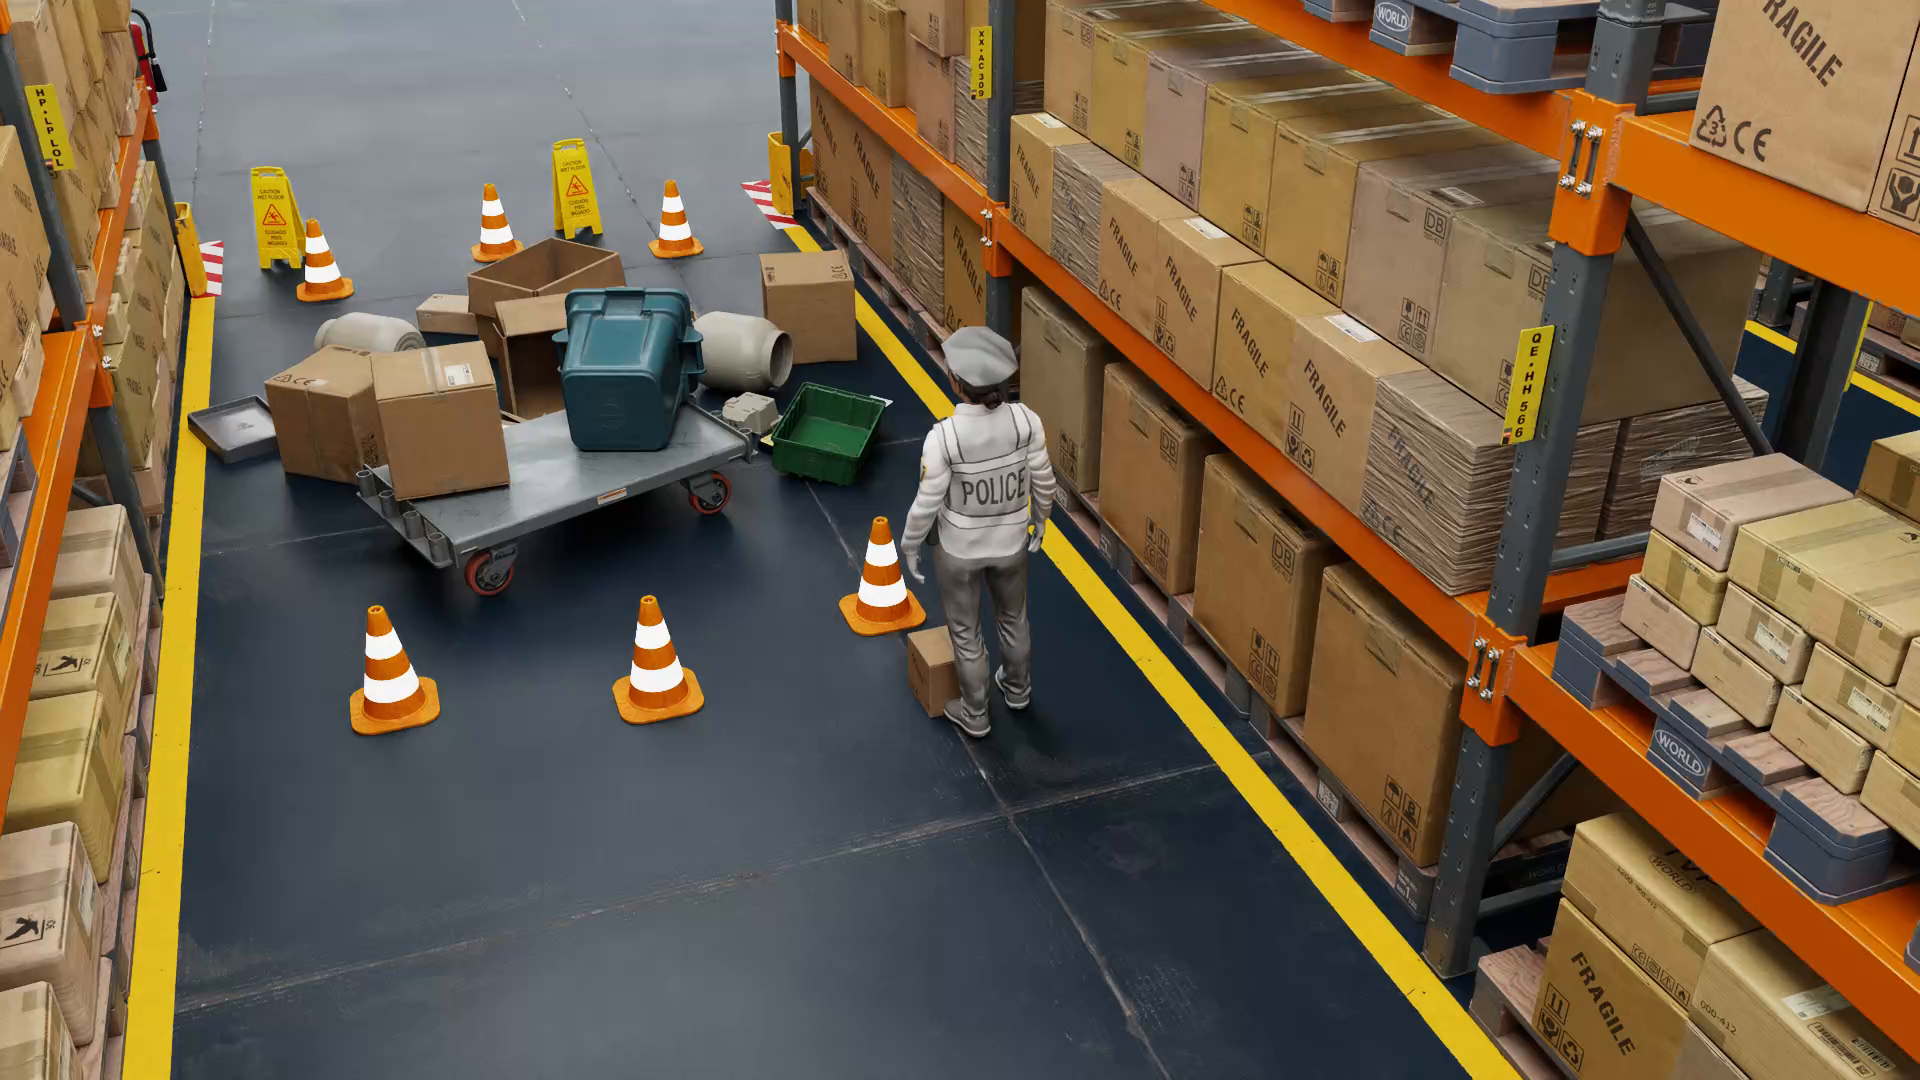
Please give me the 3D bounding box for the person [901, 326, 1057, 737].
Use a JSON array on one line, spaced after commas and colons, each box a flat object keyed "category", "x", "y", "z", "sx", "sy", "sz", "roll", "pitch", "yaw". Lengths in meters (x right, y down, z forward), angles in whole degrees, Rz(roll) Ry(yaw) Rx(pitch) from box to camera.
[{"category": "person", "x": 0.050, "y": -0.024, "z": 6.120, "sx": 0.587, "sy": 1.694, "sz": 0.529, "roll": -10, "pitch": 32, "yaw": -17}]
